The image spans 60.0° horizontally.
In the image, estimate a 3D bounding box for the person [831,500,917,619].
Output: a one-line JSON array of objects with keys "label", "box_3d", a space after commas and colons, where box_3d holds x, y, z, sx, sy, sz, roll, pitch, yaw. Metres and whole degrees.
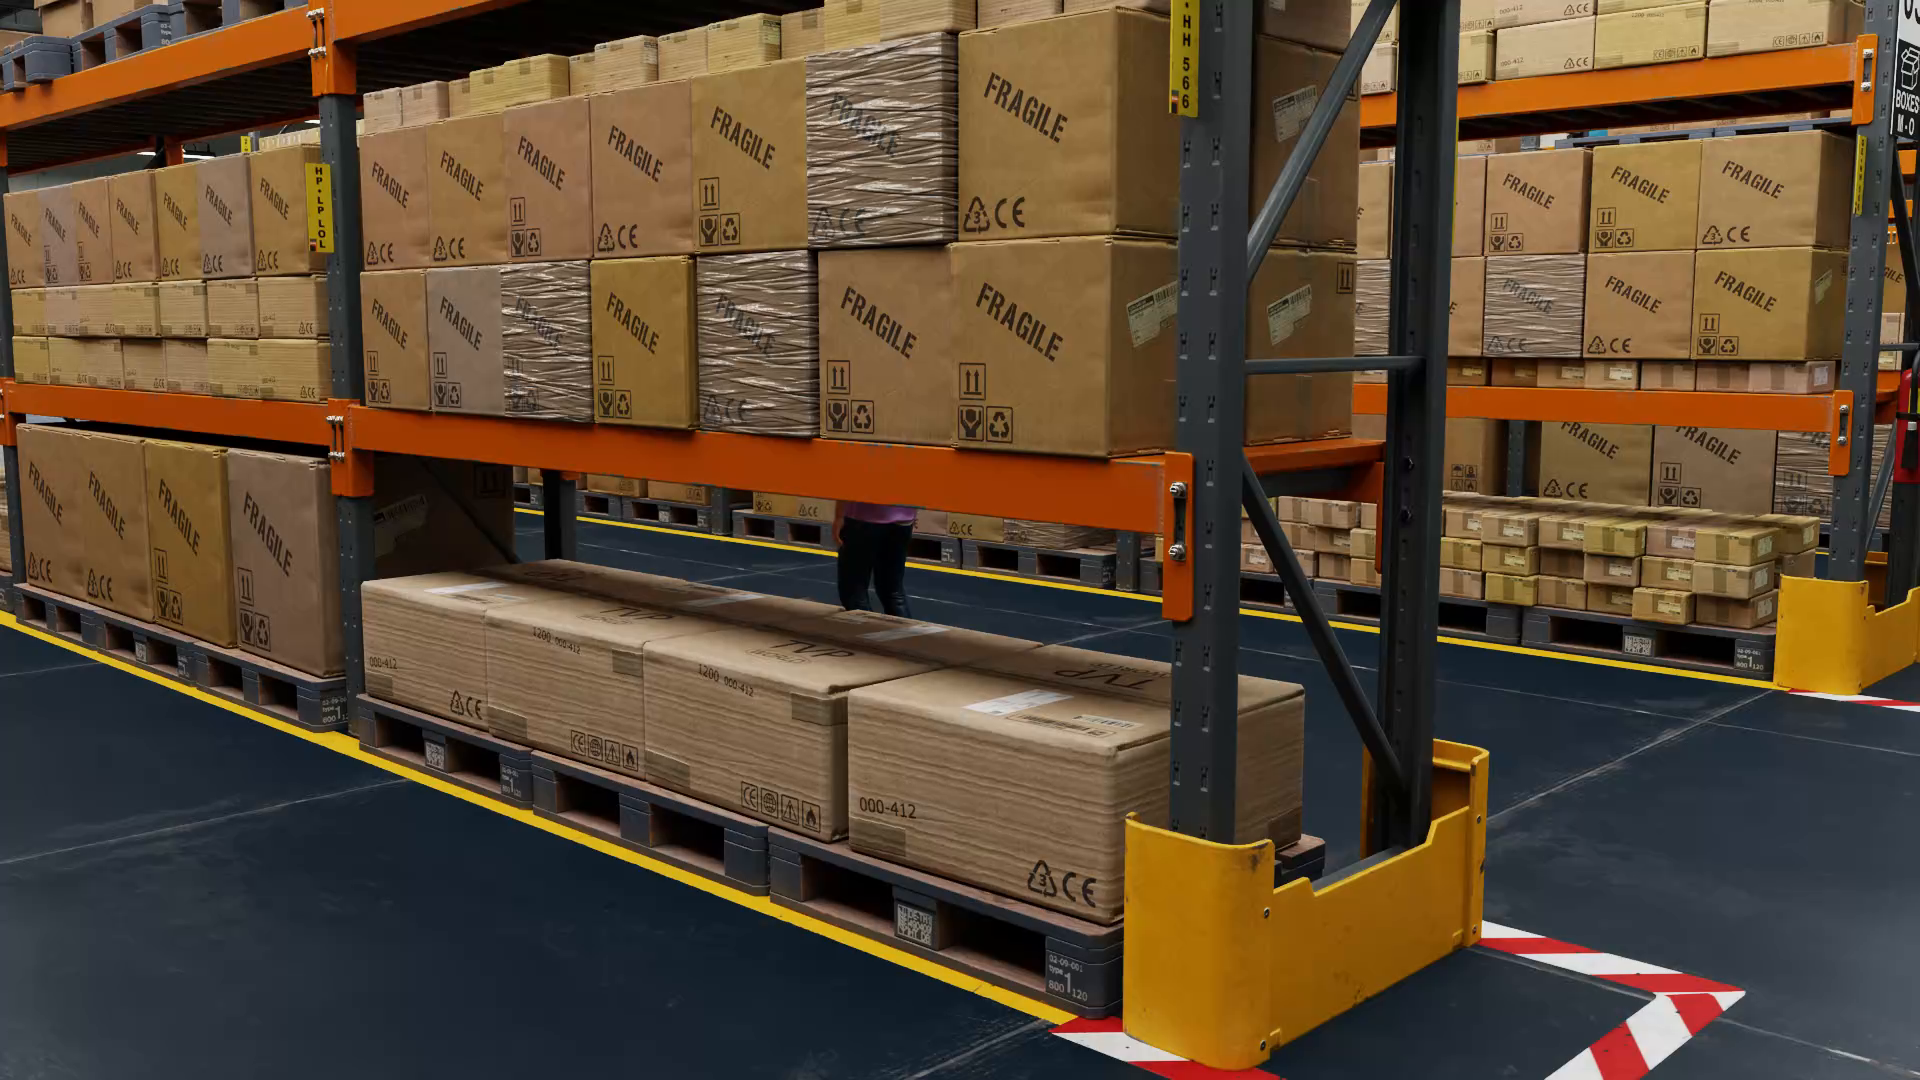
[{"label": "person", "box_3d": [-0.367, -0.092, 7.089, 0.349, 1.580, 0.473, 6, 10, 40]}]
